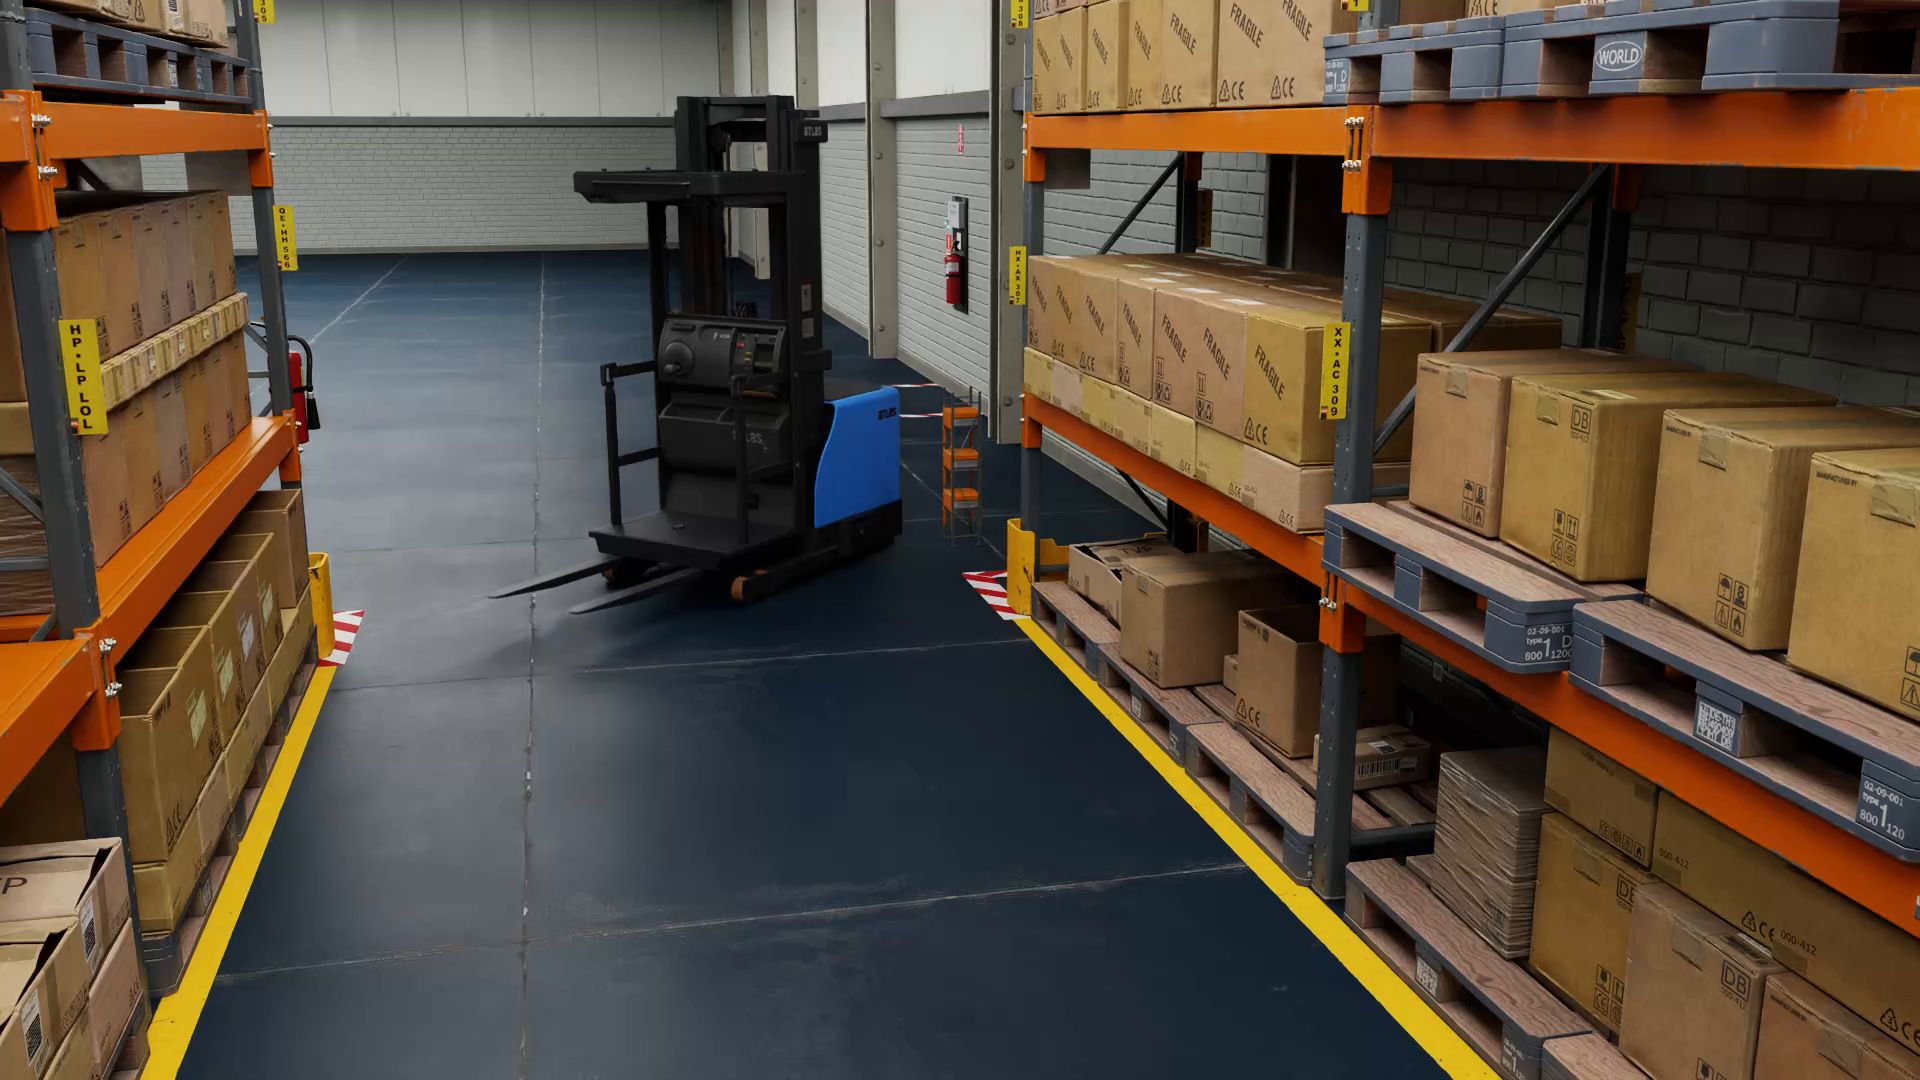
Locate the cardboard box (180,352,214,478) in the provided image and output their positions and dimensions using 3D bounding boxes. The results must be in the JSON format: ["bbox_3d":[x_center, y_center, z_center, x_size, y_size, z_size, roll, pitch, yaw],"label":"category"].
[{"bbox_3d":[-3.621,-0.532,7.074,0.700,0.500,0.500,-3,14,-13],"label":"cardboard box"}]

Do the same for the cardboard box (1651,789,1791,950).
[{"bbox_3d":[2.218,0.844,4.410,0.500,0.250,0.500,-4,14,-15],"label":"cardboard box"}]

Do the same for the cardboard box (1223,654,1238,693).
[{"bbox_3d":[1.440,0.619,7.653,0.380,0.149,0.250,-4,14,-18],"label":"cardboard box"}]

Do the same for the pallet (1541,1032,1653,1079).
[{"bbox_3d":[2.270,1.634,4.293,1.003,0.211,1.213,-3,14,-13],"label":"pallet"}]

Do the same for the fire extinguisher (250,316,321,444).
[{"bbox_3d":[-3.534,-0.843,8.722,0.296,0.674,0.183,-3,14,-13],"label":"fire extinguisher"}]

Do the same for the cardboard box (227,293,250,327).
[{"bbox_3d":[-3.683,-1.114,8.089,0.380,0.149,0.250,-4,14,-14],"label":"cardboard box"}]

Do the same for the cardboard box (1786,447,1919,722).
[{"bbox_3d":[2.301,0.084,3.623,0.700,0.500,0.500,-3,14,-13],"label":"cardboard box"}]

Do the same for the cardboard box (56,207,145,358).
[{"bbox_3d":[-3.365,-0.918,5.919,0.700,0.500,0.500,-3,14,-13],"label":"cardboard box"}]

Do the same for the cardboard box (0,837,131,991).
[{"bbox_3d":[-2.644,1.032,4.611,0.500,0.311,0.500,-3,14,-13],"label":"cardboard box"}]

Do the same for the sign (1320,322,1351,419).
[{"bbox_3d":[1.270,-0.570,5.618,0.100,0.325,0.005,-3,14,-13],"label":"sign"}]

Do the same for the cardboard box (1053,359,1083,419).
[{"bbox_3d":[0.798,-0.792,8.624,0.500,0.250,0.500,-4,14,-15],"label":"cardboard box"}]

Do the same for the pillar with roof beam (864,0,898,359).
[{"bbox_3d":[-5.141,-6.434,18.802,9.100,9.000,0.400,-3,14,-13],"label":"pillar with roof beam"}]

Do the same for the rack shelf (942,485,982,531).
[{"bbox_3d":[0.013,-0.217,11.320,0.215,0.259,0.240,-3,14,-13],"label":"rack shelf"}]

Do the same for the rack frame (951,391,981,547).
[{"bbox_3d":[0.041,-0.470,11.137,0.200,1.050,0.008,-3,14,-13],"label":"rack frame"}]

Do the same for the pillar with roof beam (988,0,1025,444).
[{"bbox_3d":[-3.732,-5.050,13.136,9.100,9.000,0.400,-3,14,-13],"label":"pillar with roof beam"}]

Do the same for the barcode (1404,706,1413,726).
[{"bbox_3d":[1.888,0.742,7.000,0.001,0.075,0.075,-3,14,-13],"label":"barcode"}]

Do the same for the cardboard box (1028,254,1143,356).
[{"bbox_3d":[0.677,-1.279,9.036,0.500,0.500,0.500,-3,14,-13],"label":"cardboard box"}]

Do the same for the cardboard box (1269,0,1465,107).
[{"bbox_3d":[1.437,-1.801,5.904,0.500,0.500,0.500,-3,14,-12],"label":"cardboard box"}]

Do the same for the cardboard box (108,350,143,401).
[{"bbox_3d":[-3.134,-0.577,5.891,0.380,0.149,0.250,-4,14,-15],"label":"cardboard box"}]

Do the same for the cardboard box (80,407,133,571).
[{"bbox_3d":[-3.259,-0.177,5.620,0.700,0.500,0.500,-3,14,-14],"label":"cardboard box"}]

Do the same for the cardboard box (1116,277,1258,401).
[{"bbox_3d":[1.031,-0.926,7.593,0.500,0.500,0.500,-3,14,-11],"label":"cardboard box"}]

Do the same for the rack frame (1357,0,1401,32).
[{"bbox_3d":[1.796,-3.096,5.140,1.000,3.000,0.127,-3,14,-13],"label":"rack frame"}]

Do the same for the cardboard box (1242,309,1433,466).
[{"bbox_3d":[1.384,-0.575,6.154,0.500,0.500,0.500,-3,14,-13],"label":"cardboard box"}]

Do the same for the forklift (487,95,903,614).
[{"bbox_3d":[-1.569,-1.166,10.023,1.130,2.935,3.031,8,16,29],"label":"forklift"}]

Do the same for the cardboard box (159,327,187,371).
[{"bbox_3d":[-3.316,-0.756,6.625,0.380,0.149,0.250,-3,14,-14],"label":"cardboard box"}]

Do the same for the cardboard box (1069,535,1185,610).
[{"bbox_3d":[0.932,0.152,9.222,0.500,0.311,0.500,-5,15,-20],"label":"cardboard box"}]

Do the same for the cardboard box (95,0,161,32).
[{"bbox_3d":[-3.282,-2.071,5.867,0.797,0.503,0.637,-2,14,-7],"label":"cardboard box"}]

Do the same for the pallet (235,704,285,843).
[{"bbox_3d":[-3.454,0.982,6.964,1.003,0.211,1.213,-3,14,-13],"label":"pallet"}]

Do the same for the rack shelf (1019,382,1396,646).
[{"bbox_3d":[1.326,-0.294,7.825,1.077,0.370,4.000,-3,14,-13],"label":"rack shelf"}]

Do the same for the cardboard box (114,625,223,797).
[{"bbox_3d":[-2.948,0.623,5.885,0.500,0.500,0.500,-3,14,-13],"label":"cardboard box"}]

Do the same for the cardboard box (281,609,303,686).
[{"bbox_3d":[-3.415,0.526,7.863,0.500,0.250,0.500,-3,14,-13],"label":"cardboard box"}]

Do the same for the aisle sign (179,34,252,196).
[{"bbox_3d":[-3.688,-2.122,8.315,0.394,0.787,0.004,-3,14,-13],"label":"aisle sign"}]

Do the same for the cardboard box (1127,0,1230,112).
[{"bbox_3d":[1.056,-2.161,7.380,0.500,0.500,0.500,-2,14,-10],"label":"cardboard box"}]

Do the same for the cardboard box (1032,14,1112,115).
[{"bbox_3d":[0.692,-2.529,8.886,0.500,0.500,0.500,-3,14,-12],"label":"cardboard box"}]

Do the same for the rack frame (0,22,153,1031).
[{"bbox_3d":[-3.018,0.095,4.718,1.000,3.000,0.127,-3,14,-13],"label":"rack frame"}]

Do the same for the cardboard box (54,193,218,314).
[{"bbox_3d":[-3.719,-1.265,7.340,0.700,0.500,0.500,-4,14,-15],"label":"cardboard box"}]

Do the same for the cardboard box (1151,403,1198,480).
[{"bbox_3d":[1.148,-0.442,7.189,0.500,0.250,0.500,-3,14,-13],"label":"cardboard box"}]

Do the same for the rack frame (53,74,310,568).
[{"bbox_3d":[-3.958,-0.828,8.495,1.000,3.000,0.127,-3,14,-13],"label":"rack frame"}]

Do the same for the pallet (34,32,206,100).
[{"bbox_3d":[-3.527,-1.795,6.322,1.003,0.211,1.213,-3,14,-13],"label":"pallet"}]

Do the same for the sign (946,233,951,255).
[{"bbox_3d":[-0.120,-3.098,17.714,0.001,0.329,0.234,-3,14,-13],"label":"sign"}]

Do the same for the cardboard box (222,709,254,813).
[{"bbox_3d":[-3.057,0.872,6.448,0.500,0.250,0.500,-3,14,-13],"label":"cardboard box"}]

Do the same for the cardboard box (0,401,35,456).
[{"bbox_3d":[-2.893,-0.341,4.927,0.380,0.149,0.250,-3,14,-13],"label":"cardboard box"}]

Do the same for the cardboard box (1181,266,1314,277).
[{"bbox_3d":[1.408,-1.073,8.194,0.500,0.500,0.500,-4,14,-15],"label":"cardboard box"}]

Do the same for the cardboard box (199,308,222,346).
[{"bbox_3d":[-3.503,-0.936,7.362,0.380,0.149,0.250,-3,14,-12],"label":"cardboard box"}]

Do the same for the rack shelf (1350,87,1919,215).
[{"bbox_3d":[2.266,-0.828,3.692,1.077,0.370,4.000,-3,14,-13],"label":"rack shelf"}]

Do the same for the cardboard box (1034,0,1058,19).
[{"bbox_3d":[0.711,-3.003,8.721,0.500,0.500,0.500,-4,14,-17],"label":"cardboard box"}]

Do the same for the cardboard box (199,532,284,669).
[{"bbox_3d":[-3.293,0.277,7.303,0.500,0.500,0.500,-3,14,-13],"label":"cardboard box"}]

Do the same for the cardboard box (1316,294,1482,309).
[{"bbox_3d":[1.771,-0.723,6.759,0.500,0.500,0.500,-3,14,-13],"label":"cardboard box"}]

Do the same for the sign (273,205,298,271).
[{"bbox_3d":[-3.427,-1.532,8.440,0.100,0.325,0.005,-3,14,-13],"label":"sign"}]

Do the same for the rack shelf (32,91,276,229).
[{"bbox_3d":[-3.488,-1.474,6.336,1.077,0.370,4.000,-3,14,-13],"label":"rack shelf"}]

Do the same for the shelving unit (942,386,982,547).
[{"bbox_3d":[0.013,-0.498,11.252,0.215,1.050,0.252,-3,14,-13],"label":"shelving unit"}]

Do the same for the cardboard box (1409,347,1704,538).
[{"bbox_3d":[1.882,-0.325,5.299,0.700,0.500,0.500,-3,14,-13],"label":"cardboard box"}]

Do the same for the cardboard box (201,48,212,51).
[{"bbox_3d":[-3.827,-2.474,7.517,0.797,0.503,0.637,-2,14,-9],"label":"cardboard box"}]

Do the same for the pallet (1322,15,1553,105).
[{"bbox_3d":[1.837,-1.400,4.911,1.213,0.211,1.003,-3,14,-13],"label":"pallet"}]

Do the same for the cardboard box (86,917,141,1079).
[{"bbox_3d":[-2.639,1.306,4.669,0.500,0.250,0.500,-3,14,-14],"label":"cardboard box"}]

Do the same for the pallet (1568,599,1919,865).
[{"bbox_3d":[2.231,0.380,3.957,1.003,0.211,1.213,-3,14,-13],"label":"pallet"}]

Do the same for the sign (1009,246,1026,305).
[{"bbox_3d":[0.329,-1.495,9.402,0.100,0.325,0.005,-3,14,-13],"label":"sign"}]

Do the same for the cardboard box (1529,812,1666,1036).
[{"bbox_3d":[2.155,1.104,4.928,0.700,0.500,0.500,-4,14,-14],"label":"cardboard box"}]
